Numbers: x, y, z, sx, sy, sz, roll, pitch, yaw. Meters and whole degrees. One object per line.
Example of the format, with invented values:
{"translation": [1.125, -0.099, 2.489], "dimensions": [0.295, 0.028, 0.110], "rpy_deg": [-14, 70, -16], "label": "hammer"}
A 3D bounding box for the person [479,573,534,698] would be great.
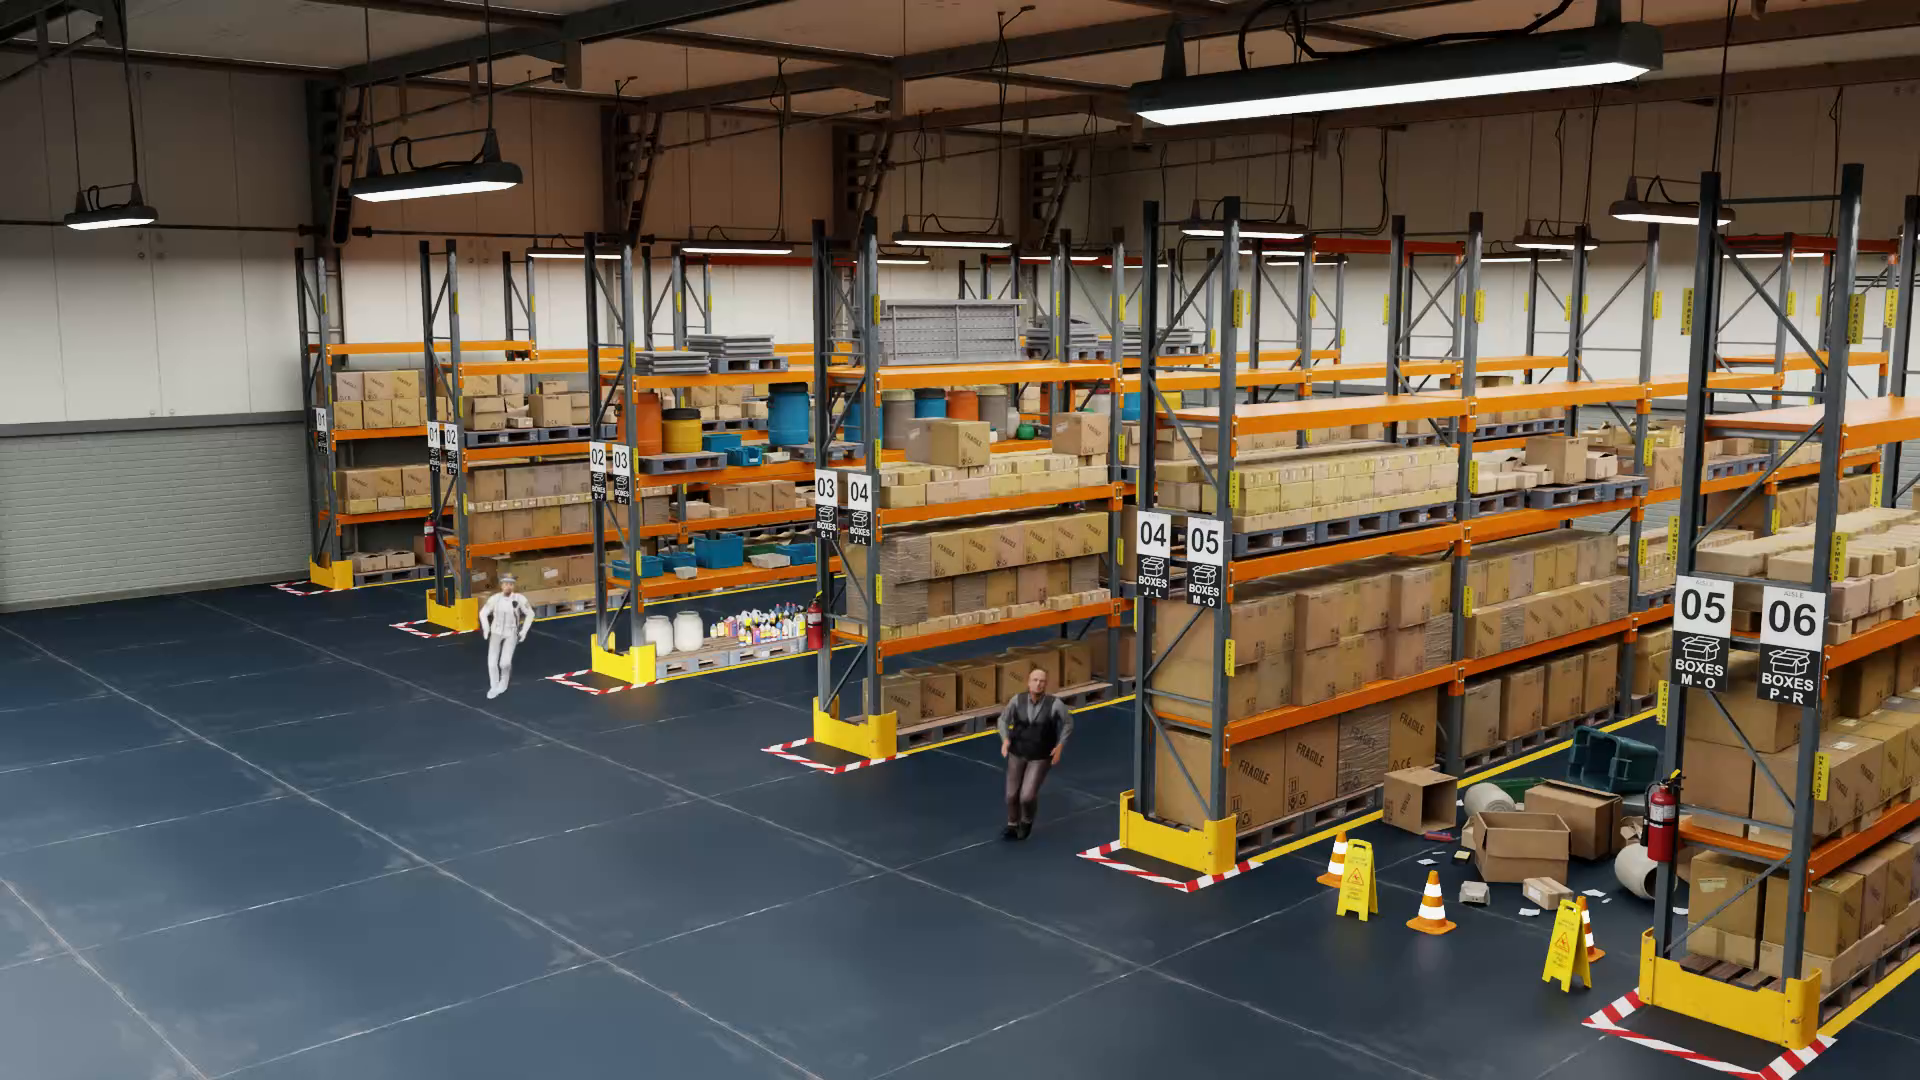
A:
{"translation": [-5.857, 1.236, 21.434], "dimensions": [0.675, 1.646, 0.512], "rpy_deg": [0, 8, -3], "label": "person"}

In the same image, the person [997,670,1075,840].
{"translation": [0.679, 2.049, 15.701], "dimensions": [0.714, 1.670, 0.575], "rpy_deg": [3, 9, 19], "label": "person"}
